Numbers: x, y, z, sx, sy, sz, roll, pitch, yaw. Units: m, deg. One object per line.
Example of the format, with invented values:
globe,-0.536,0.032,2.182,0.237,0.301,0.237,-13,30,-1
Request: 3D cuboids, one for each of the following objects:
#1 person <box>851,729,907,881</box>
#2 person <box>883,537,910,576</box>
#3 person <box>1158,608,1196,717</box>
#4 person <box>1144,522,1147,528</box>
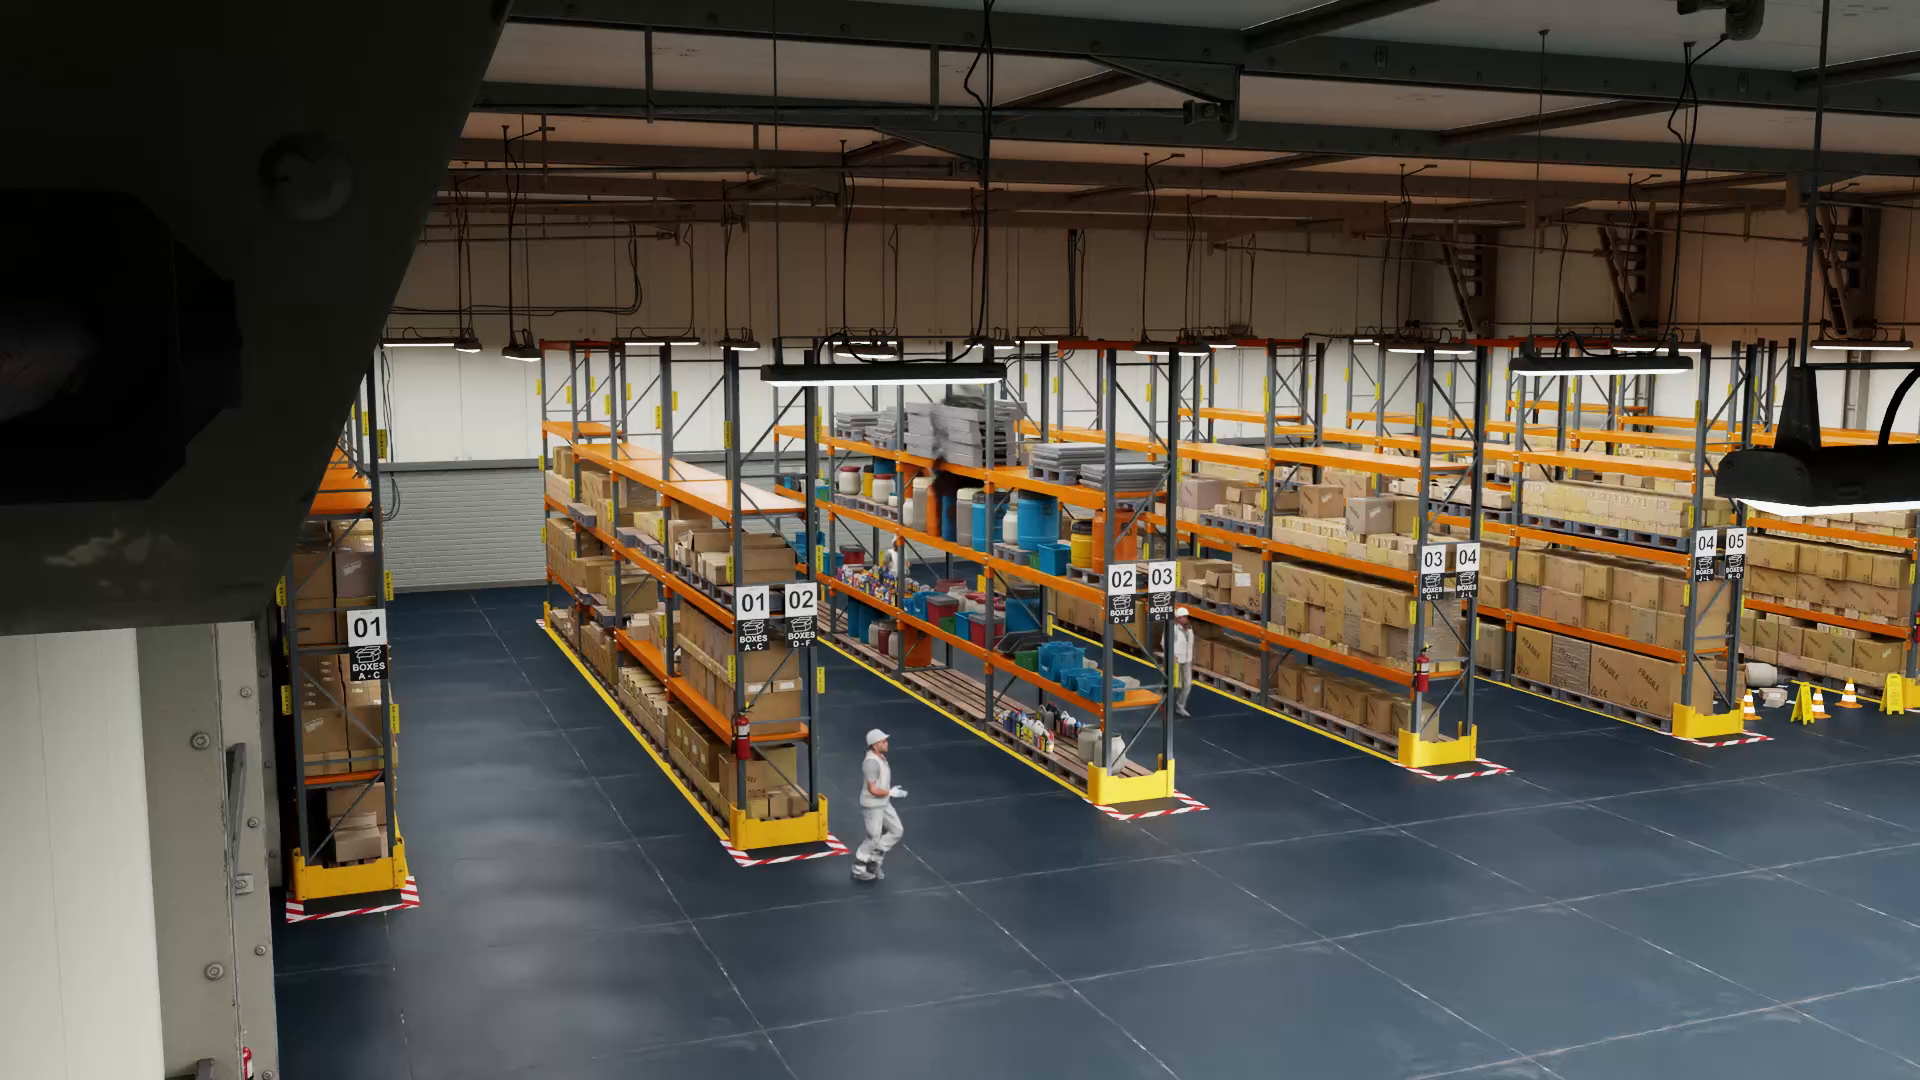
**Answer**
person,-0.903,3.014,18.861,0.680,1.785,0.682,2,8,12
person,-1.394,0.771,36.327,0.684,1.725,0.627,-5,9,-33
person,3.559,1.958,27.149,0.682,1.749,0.733,-5,9,-34
person,4.338,0.407,38.869,0.719,1.788,0.955,-1,7,-7
